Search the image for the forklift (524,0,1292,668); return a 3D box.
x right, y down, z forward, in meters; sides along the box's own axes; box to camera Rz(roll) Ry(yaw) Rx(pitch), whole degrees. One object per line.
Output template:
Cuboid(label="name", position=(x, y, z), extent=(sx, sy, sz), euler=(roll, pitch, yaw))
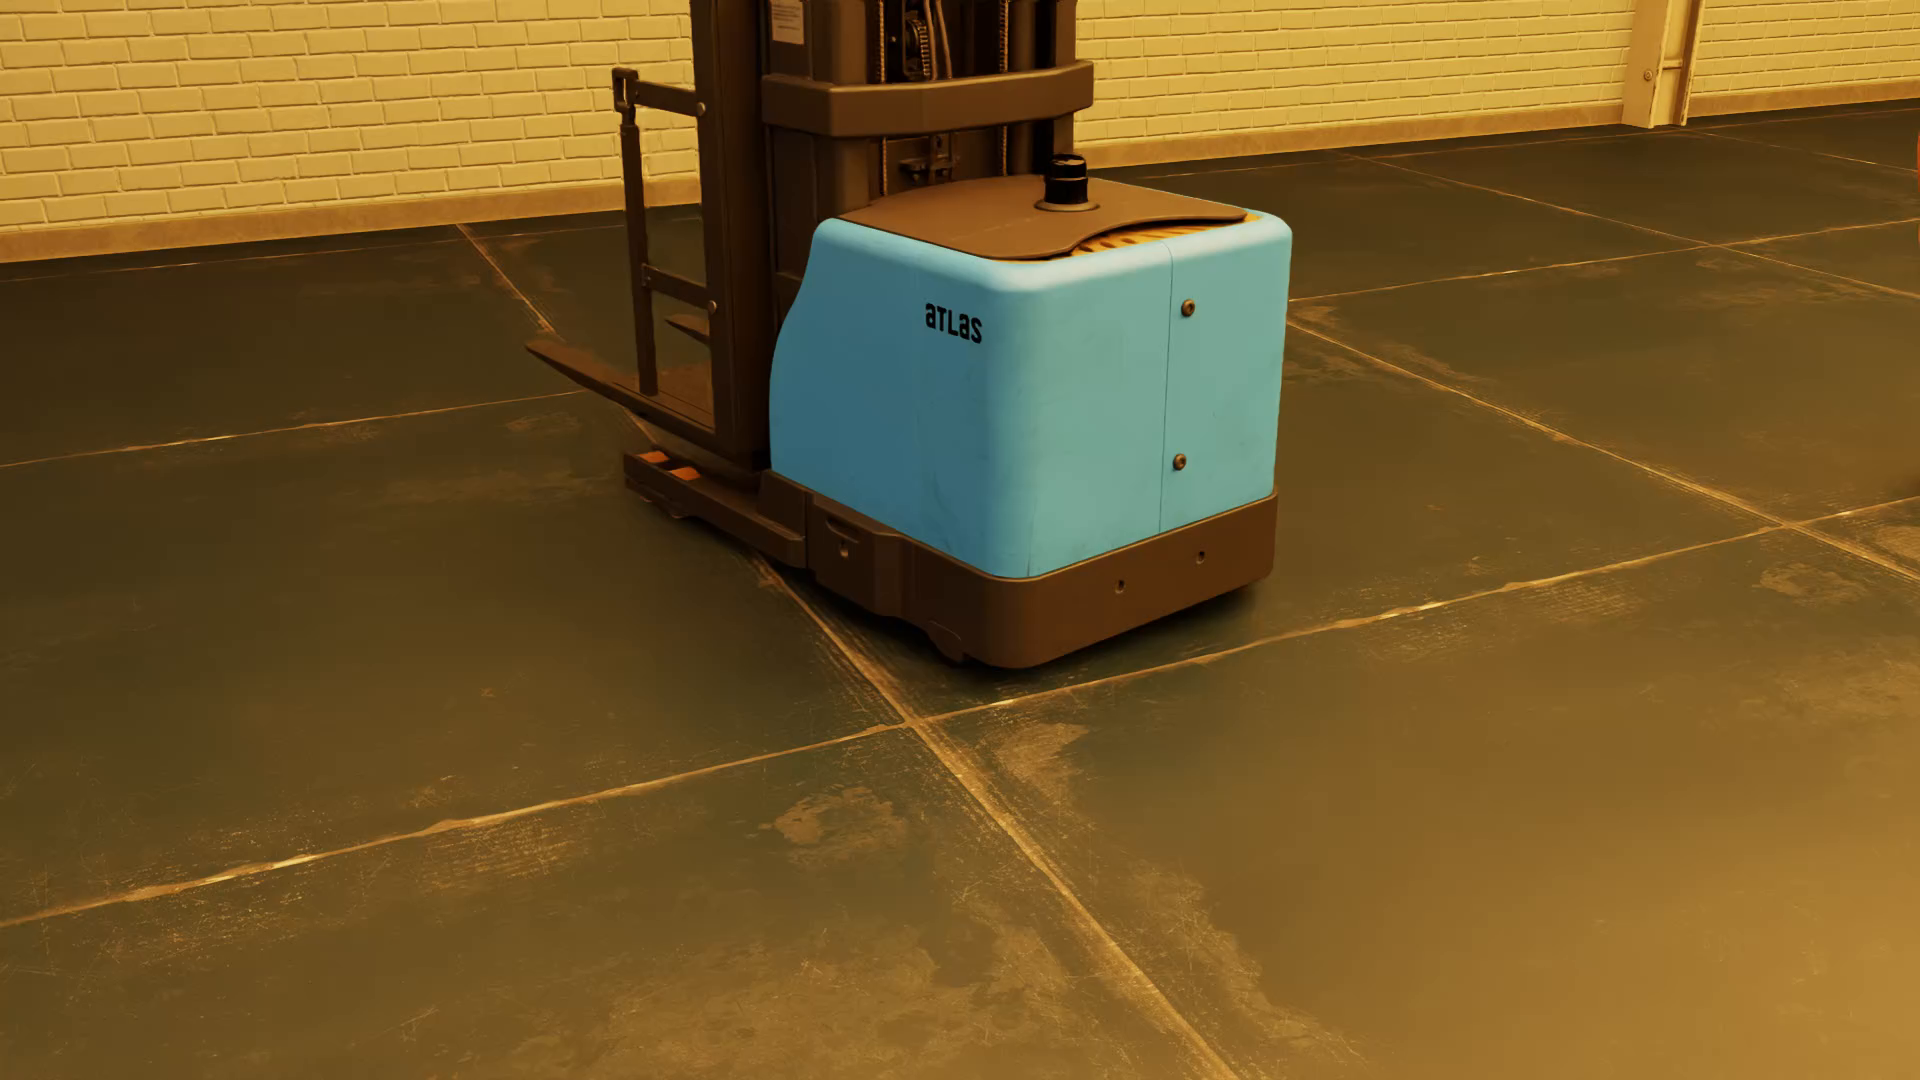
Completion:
Cuboid(label="forklift", position=(-0.437, -1.525, 4.958), extent=(1.130, 2.935, 3.031), euler=(-18, 28, -36))

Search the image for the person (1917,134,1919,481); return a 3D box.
Cuboid(label="person", position=(3.349, -0.984, 5.204), extent=(0.551, 1.727, 0.640), euler=(-12, 25, -27))
